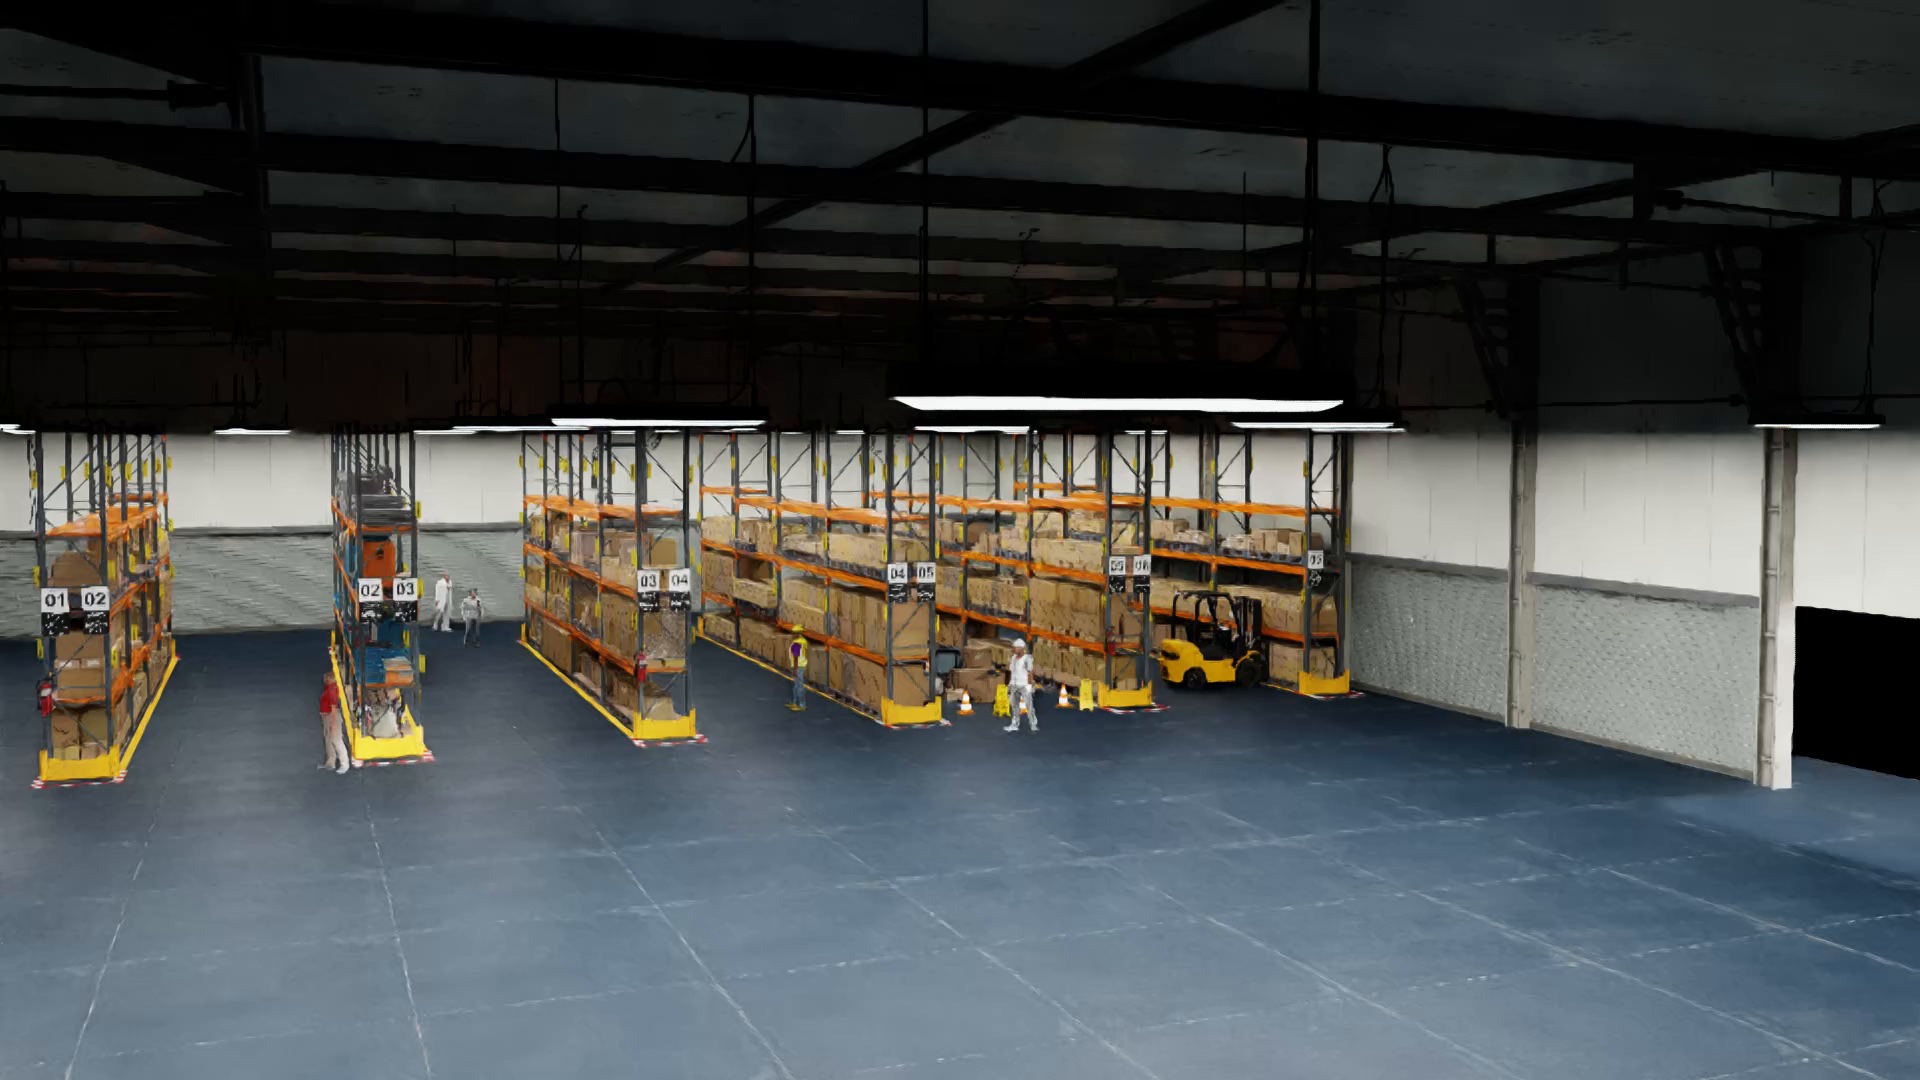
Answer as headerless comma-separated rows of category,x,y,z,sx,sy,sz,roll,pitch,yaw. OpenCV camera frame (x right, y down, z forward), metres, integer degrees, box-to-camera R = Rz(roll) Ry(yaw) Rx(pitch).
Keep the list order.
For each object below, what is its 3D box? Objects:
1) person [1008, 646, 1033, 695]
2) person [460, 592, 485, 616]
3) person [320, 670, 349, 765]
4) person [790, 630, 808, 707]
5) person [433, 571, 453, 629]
person,1.171,2.473,32.344,0.363,1.033,0.624,-3,5,-42
person,-13.274,1.692,45.290,0.639,0.761,0.403,-2,4,-24
person,-12.888,2.264,28.111,4.718,3.242,1.579,-1,4,-20
person,-3.377,2.637,34.778,0.378,1.665,0.625,1,4,9
person,-15.215,1.754,48.892,0.586,1.695,0.617,2,4,33
